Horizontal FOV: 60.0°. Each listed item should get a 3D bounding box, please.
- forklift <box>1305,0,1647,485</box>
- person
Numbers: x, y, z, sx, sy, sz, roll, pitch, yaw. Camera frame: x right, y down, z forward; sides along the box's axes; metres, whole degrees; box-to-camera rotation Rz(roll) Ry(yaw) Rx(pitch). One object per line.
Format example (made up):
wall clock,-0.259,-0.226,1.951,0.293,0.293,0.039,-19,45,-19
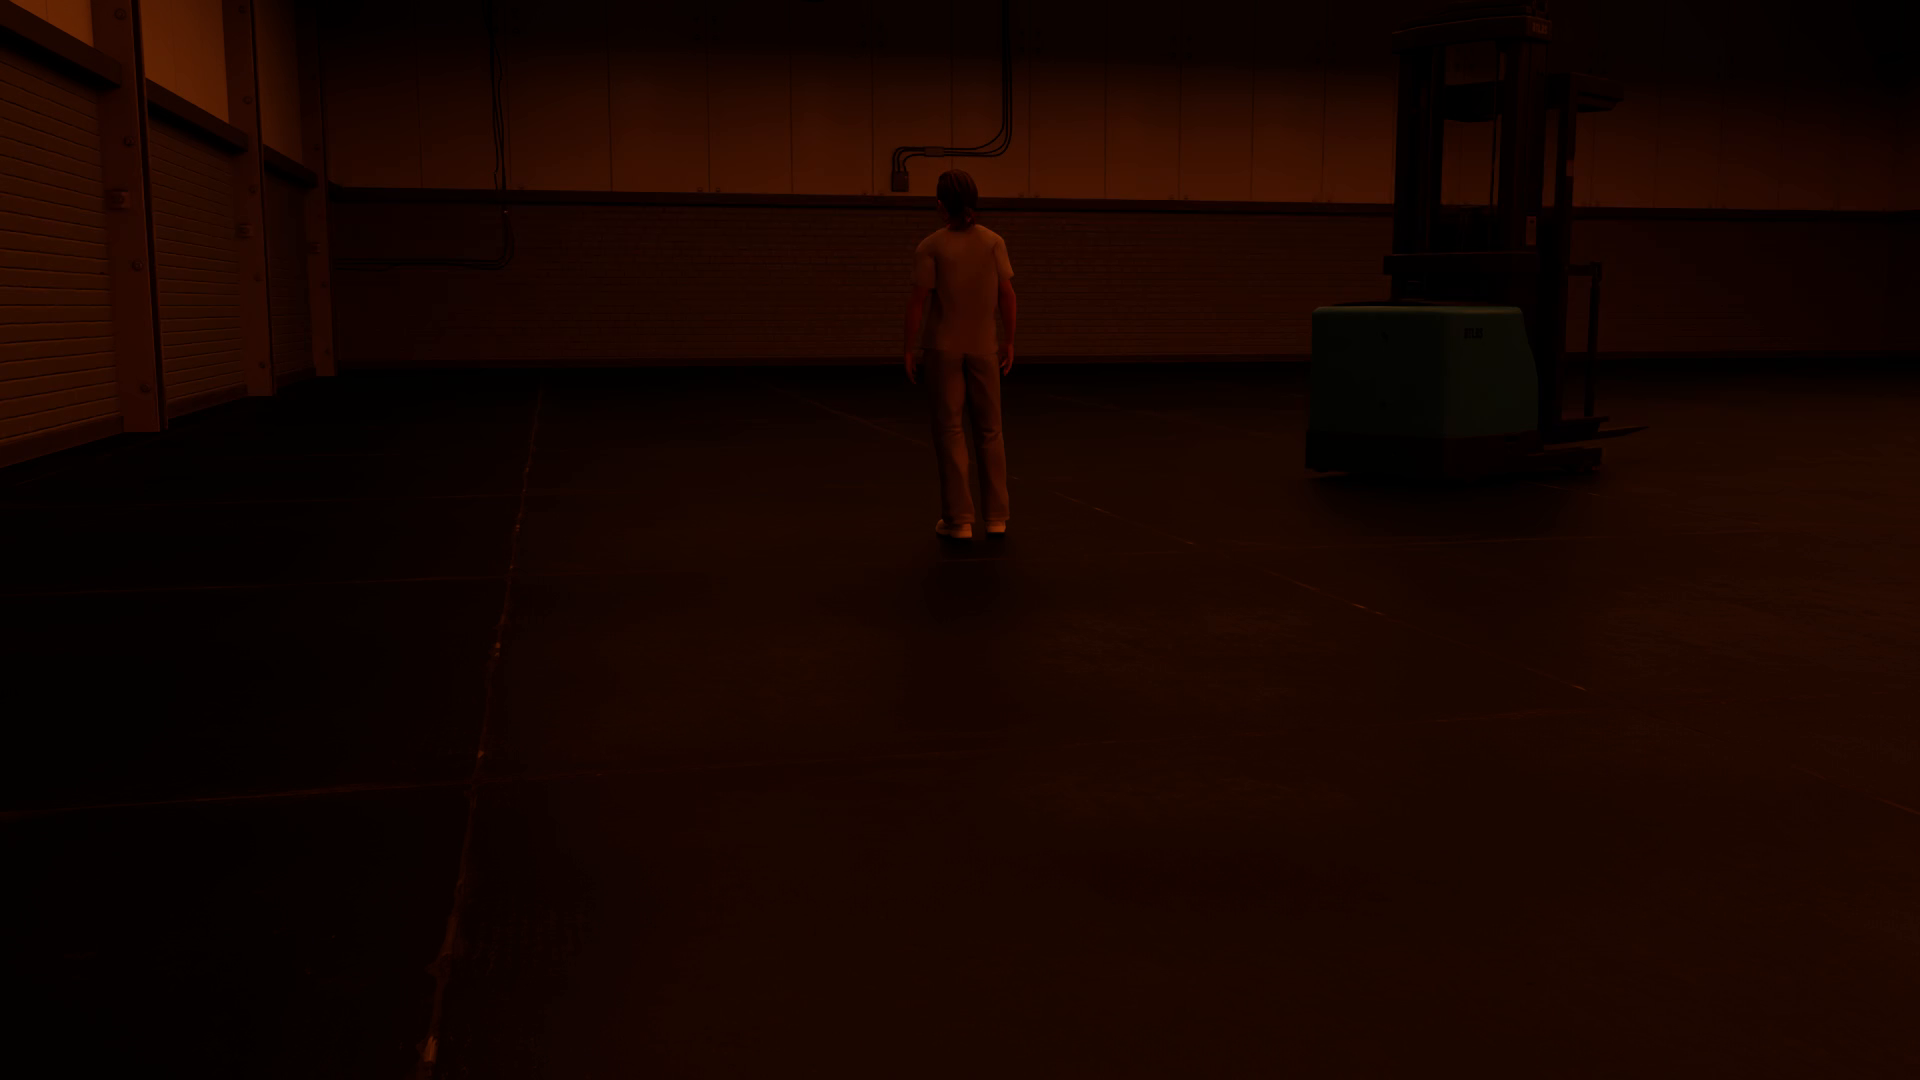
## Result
forklift,3.578,-1.926,10.893,3.031,2.935,1.130,-8,11,-43
person,-0.004,-0.848,7.665,0.549,1.673,0.548,-2,8,-13
